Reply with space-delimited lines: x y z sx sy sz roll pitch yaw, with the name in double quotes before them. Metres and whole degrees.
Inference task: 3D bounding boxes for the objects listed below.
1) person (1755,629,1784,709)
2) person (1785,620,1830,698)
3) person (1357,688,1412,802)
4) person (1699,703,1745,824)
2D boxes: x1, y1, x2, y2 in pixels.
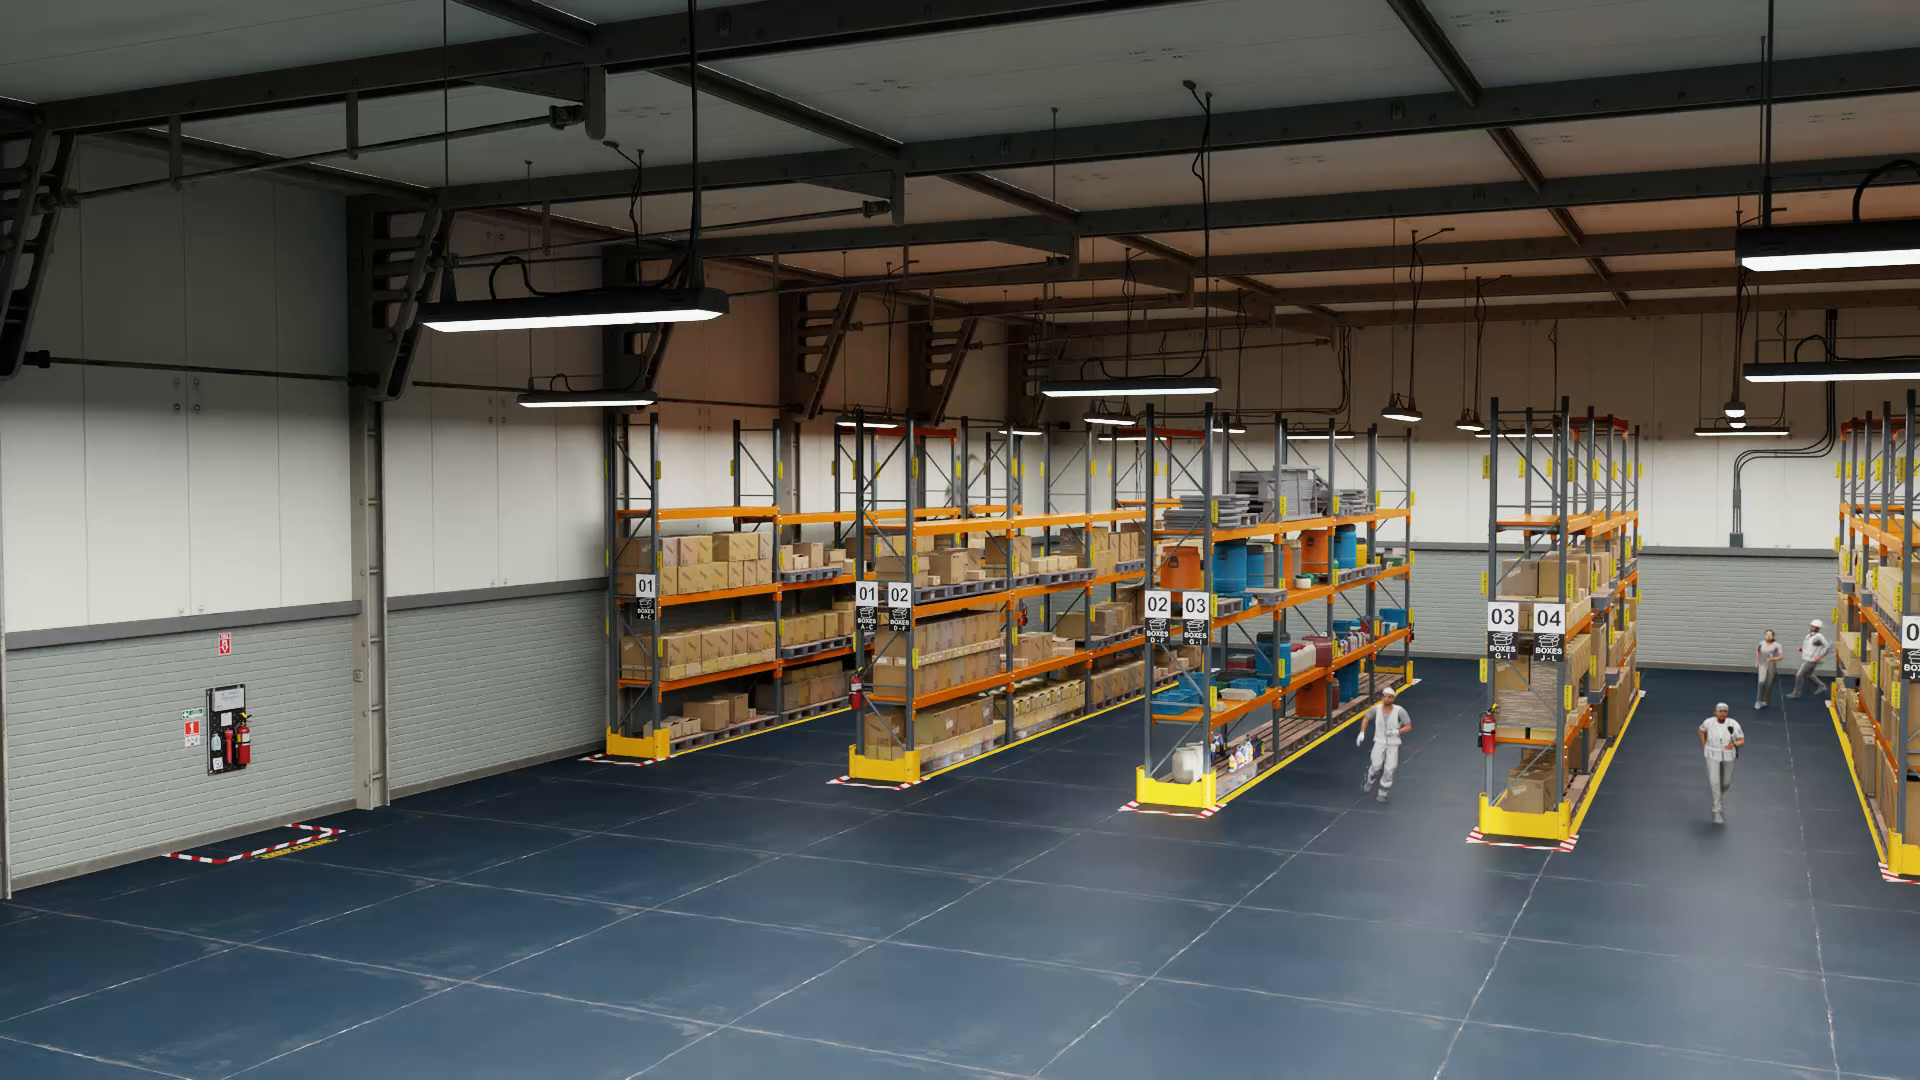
"person" 16.925 2.696 34.782 0.554 1.660 0.690 2 3 33
"person" 18.536 2.604 36.265 0.885 1.737 0.710 0 2 10
"person" 6.406 3.091 25.097 0.785 1.737 0.572 0 2 12
"person" 10.977 3.186 23.961 0.561 1.711 1.029 1 2 12
